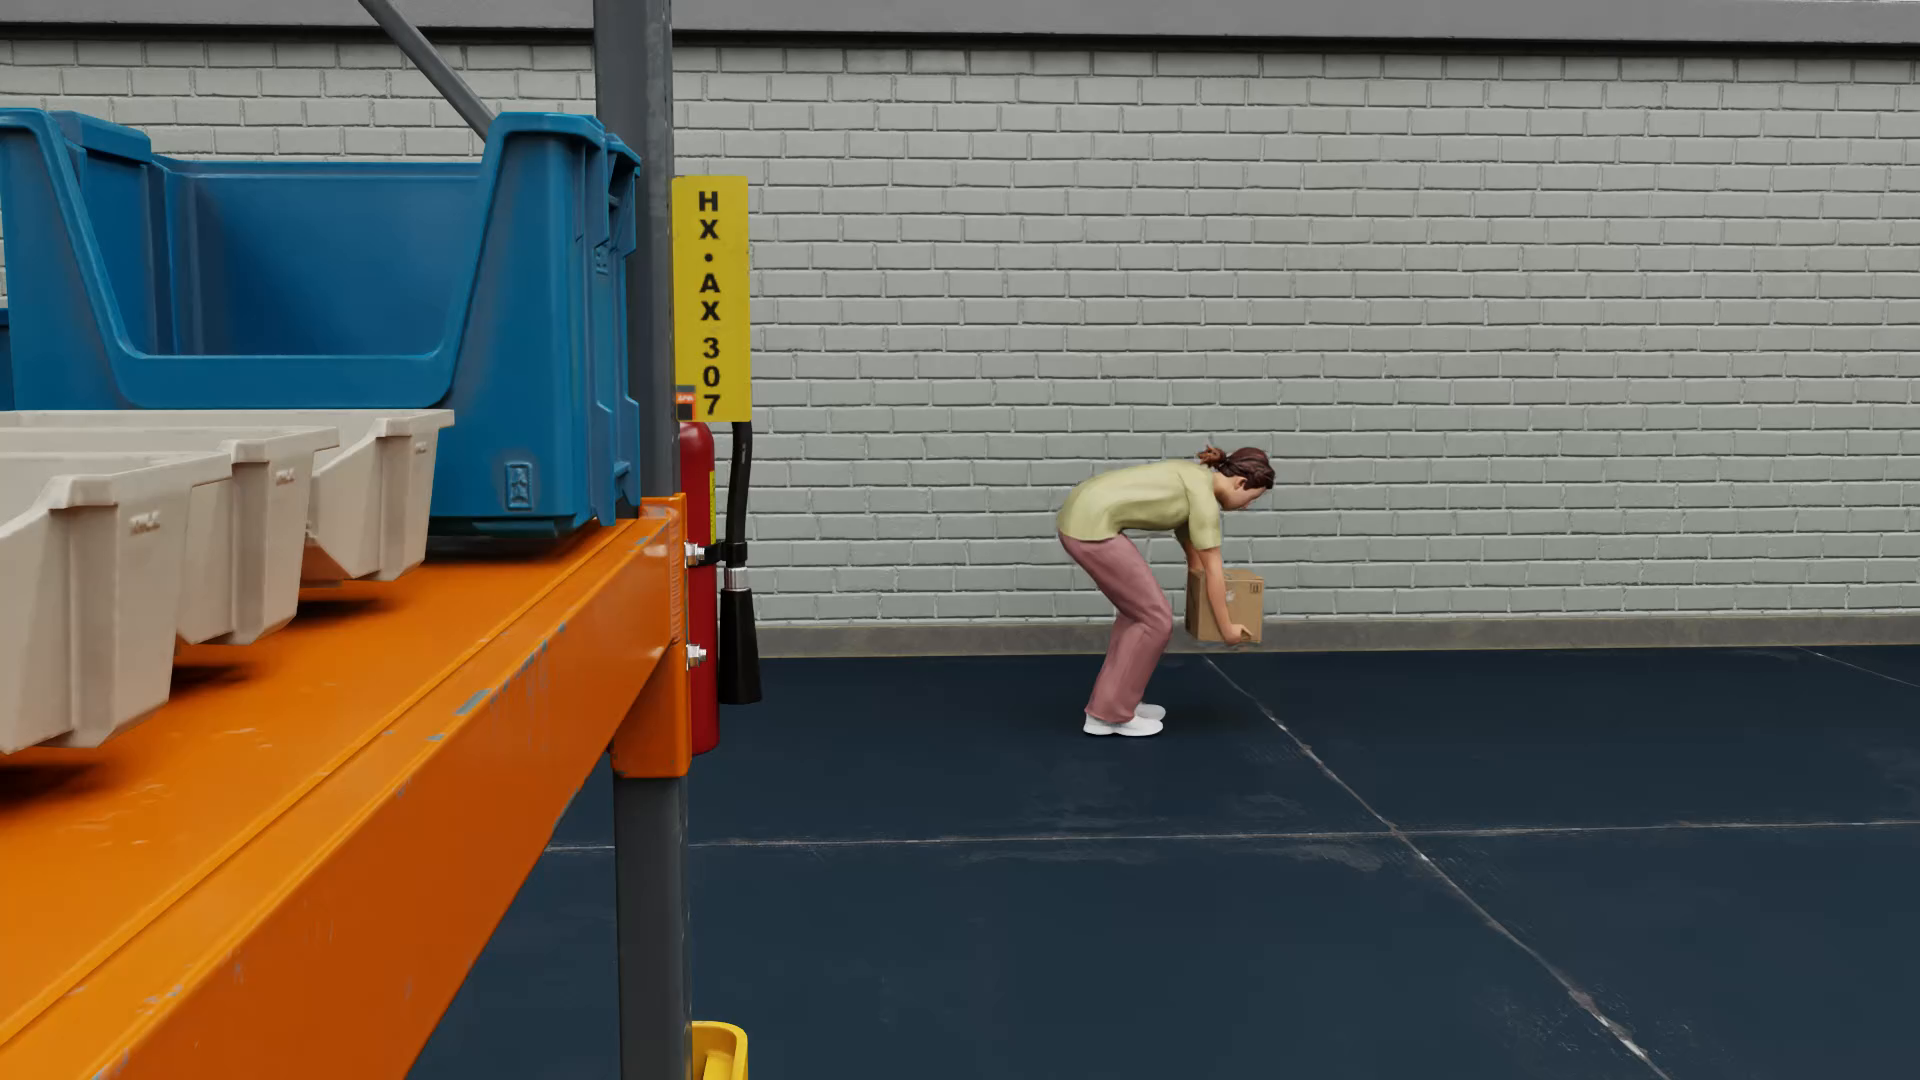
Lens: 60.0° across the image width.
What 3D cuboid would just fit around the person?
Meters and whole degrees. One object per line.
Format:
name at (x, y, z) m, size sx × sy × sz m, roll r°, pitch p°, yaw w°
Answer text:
person at (0.807, 0.185, 6.522) m, size 0.857 × 1.124 × 0.439 m, roll -1°, pitch 7°, yaw -6°
